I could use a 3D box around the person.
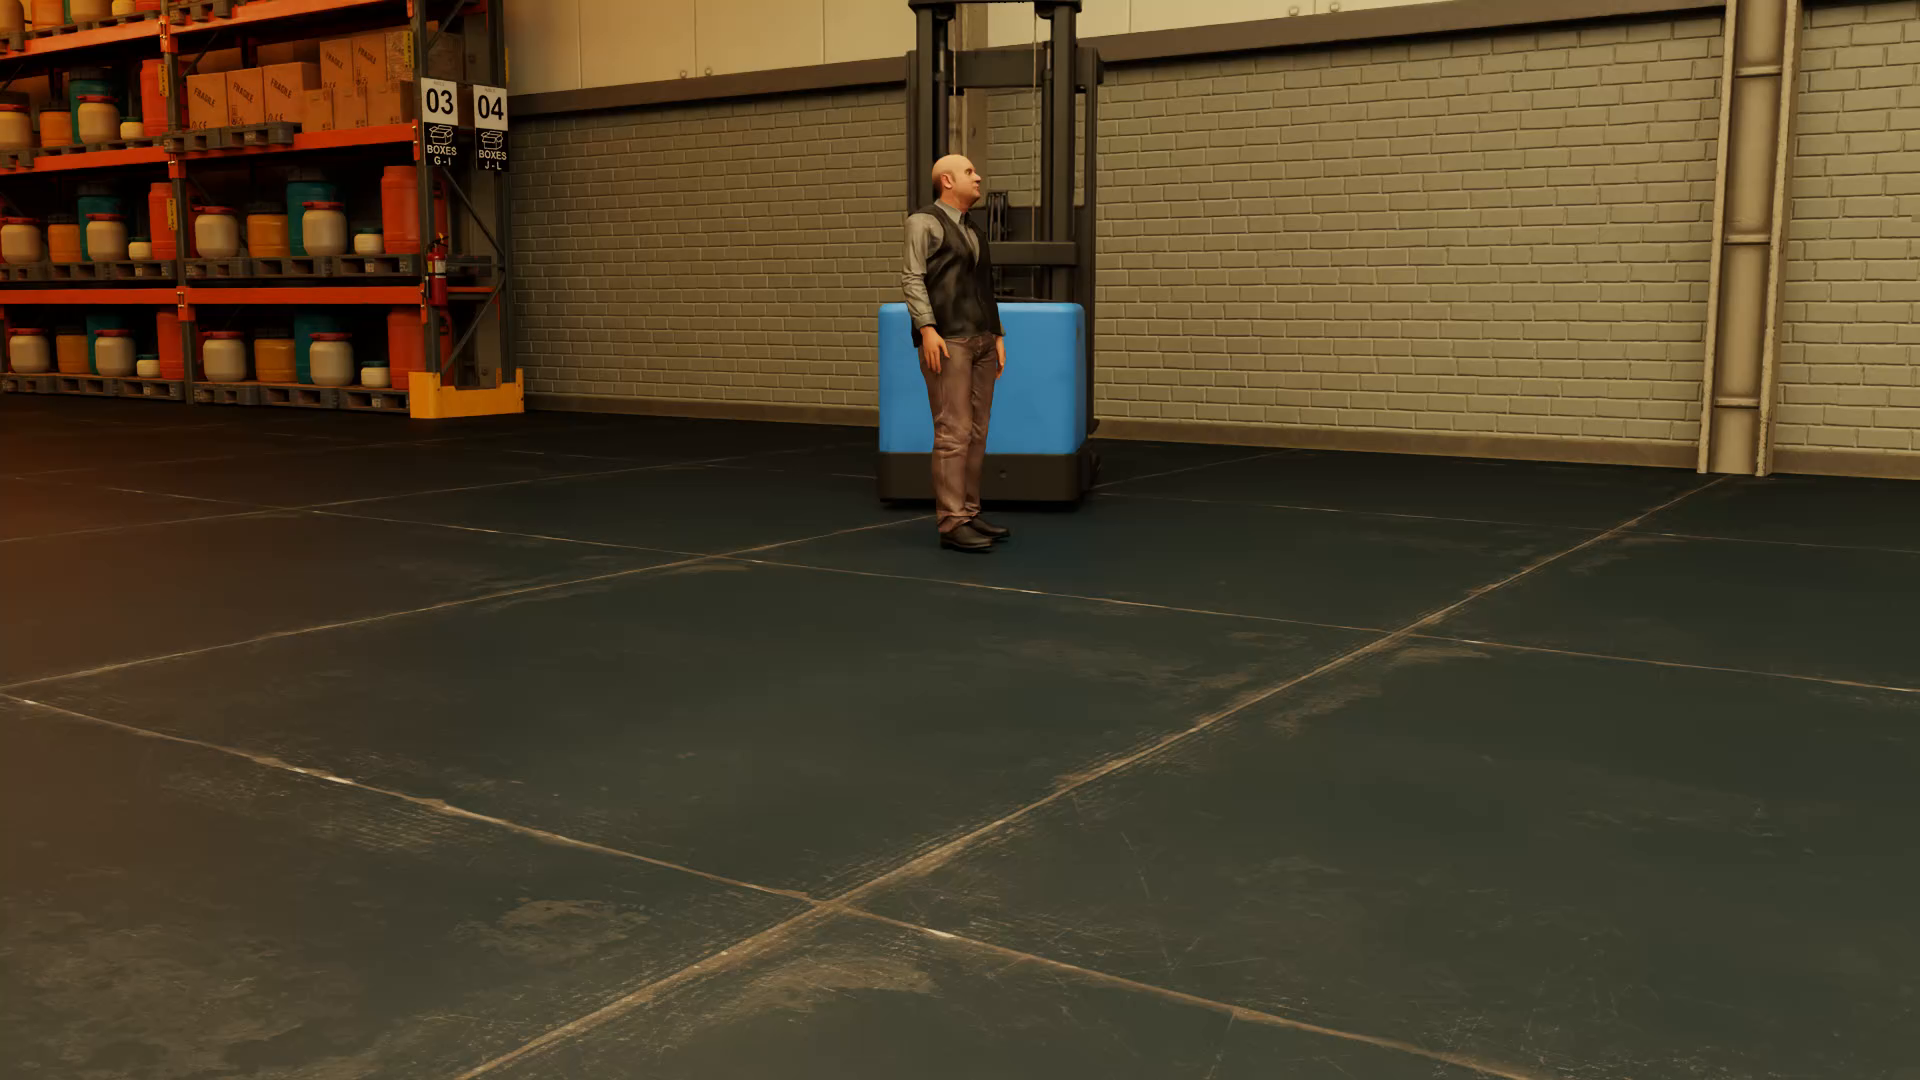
[{"bbox_3d":[0.047,-0.854,7.441,0.568,1.720,0.632,5,10,34],"label":"person"}]

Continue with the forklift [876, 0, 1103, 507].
[{"bbox_3d":[0.270,-1.796,9.822,1.130,2.935,3.031,1,8,7],"label":"forklift"}]
